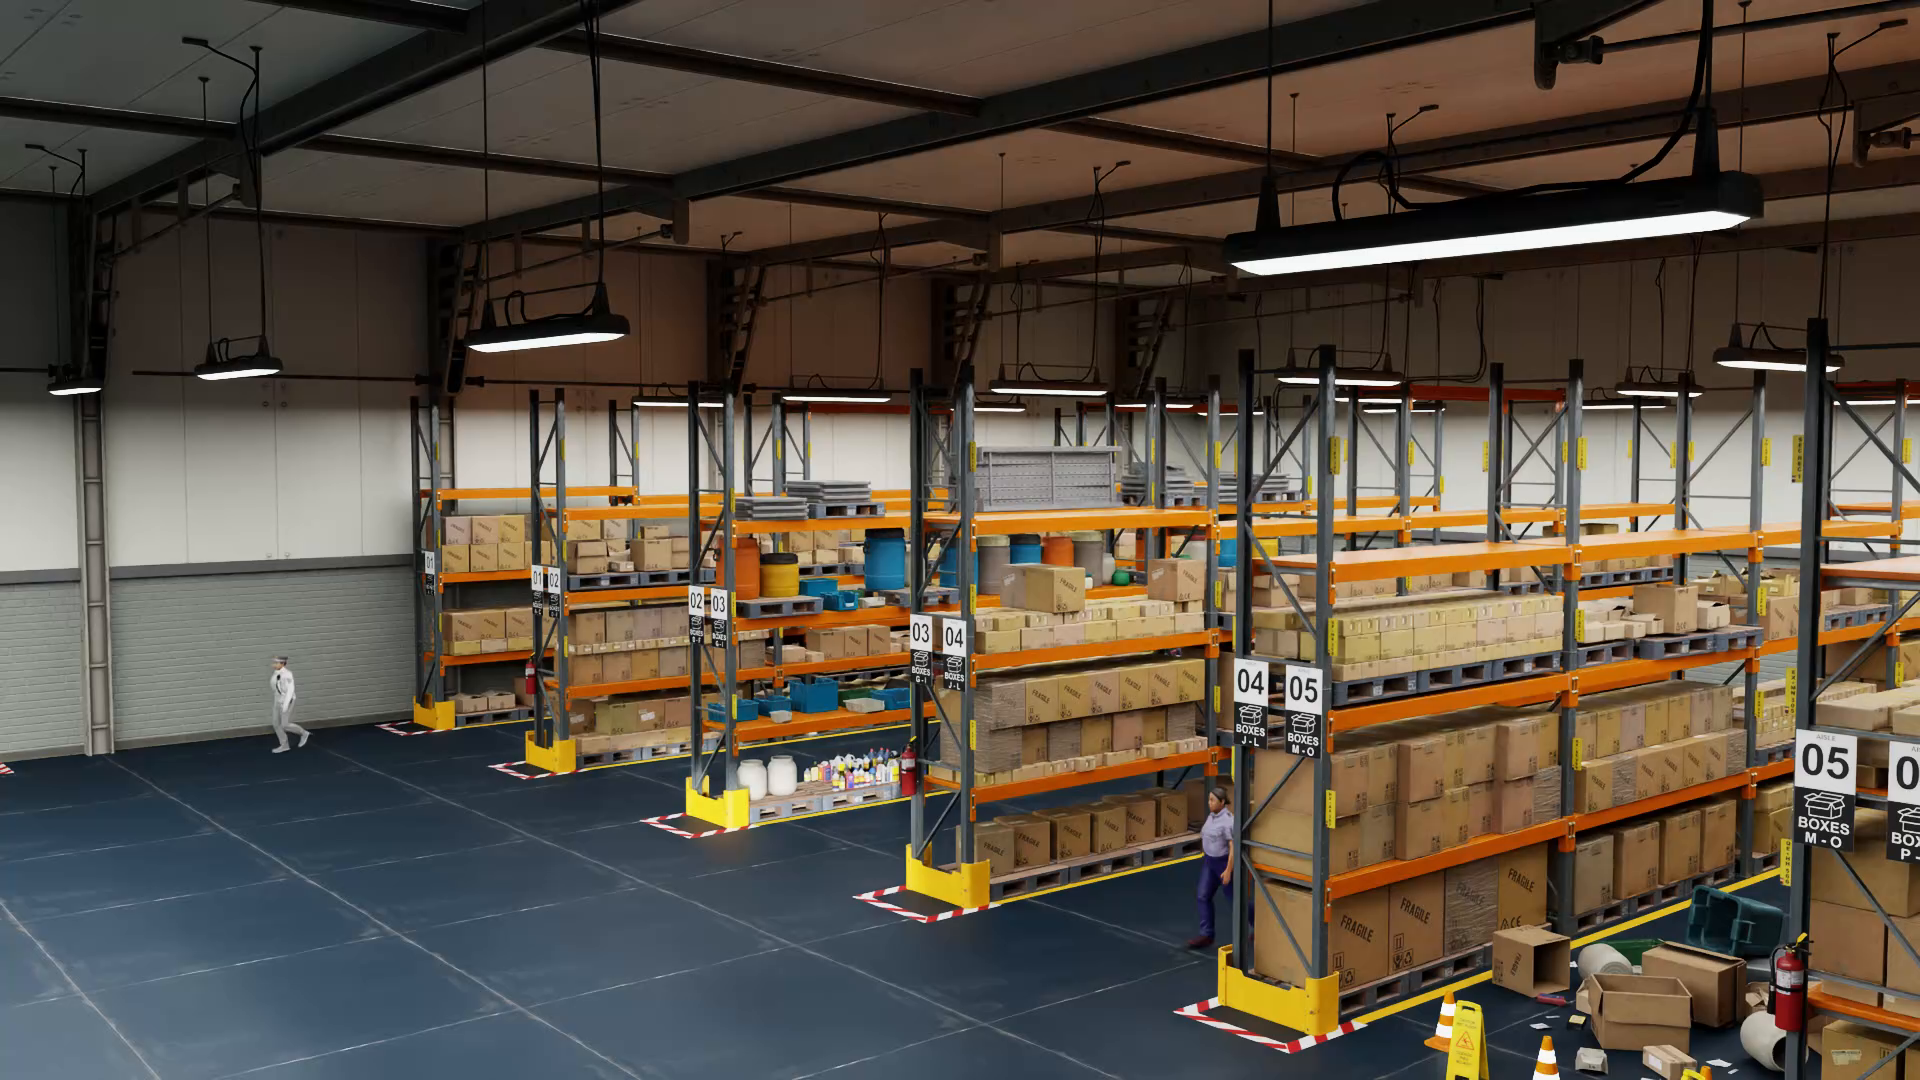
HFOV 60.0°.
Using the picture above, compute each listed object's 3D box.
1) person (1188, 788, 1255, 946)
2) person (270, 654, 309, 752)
[{"bbox_3d":[2.742,3.349,17.078,0.832,1.618,0.504,-2,4,-25],"label":"person"},{"bbox_3d":[-11.221,2.711,27.807,0.547,1.654,0.577,3,4,39],"label":"person"}]
